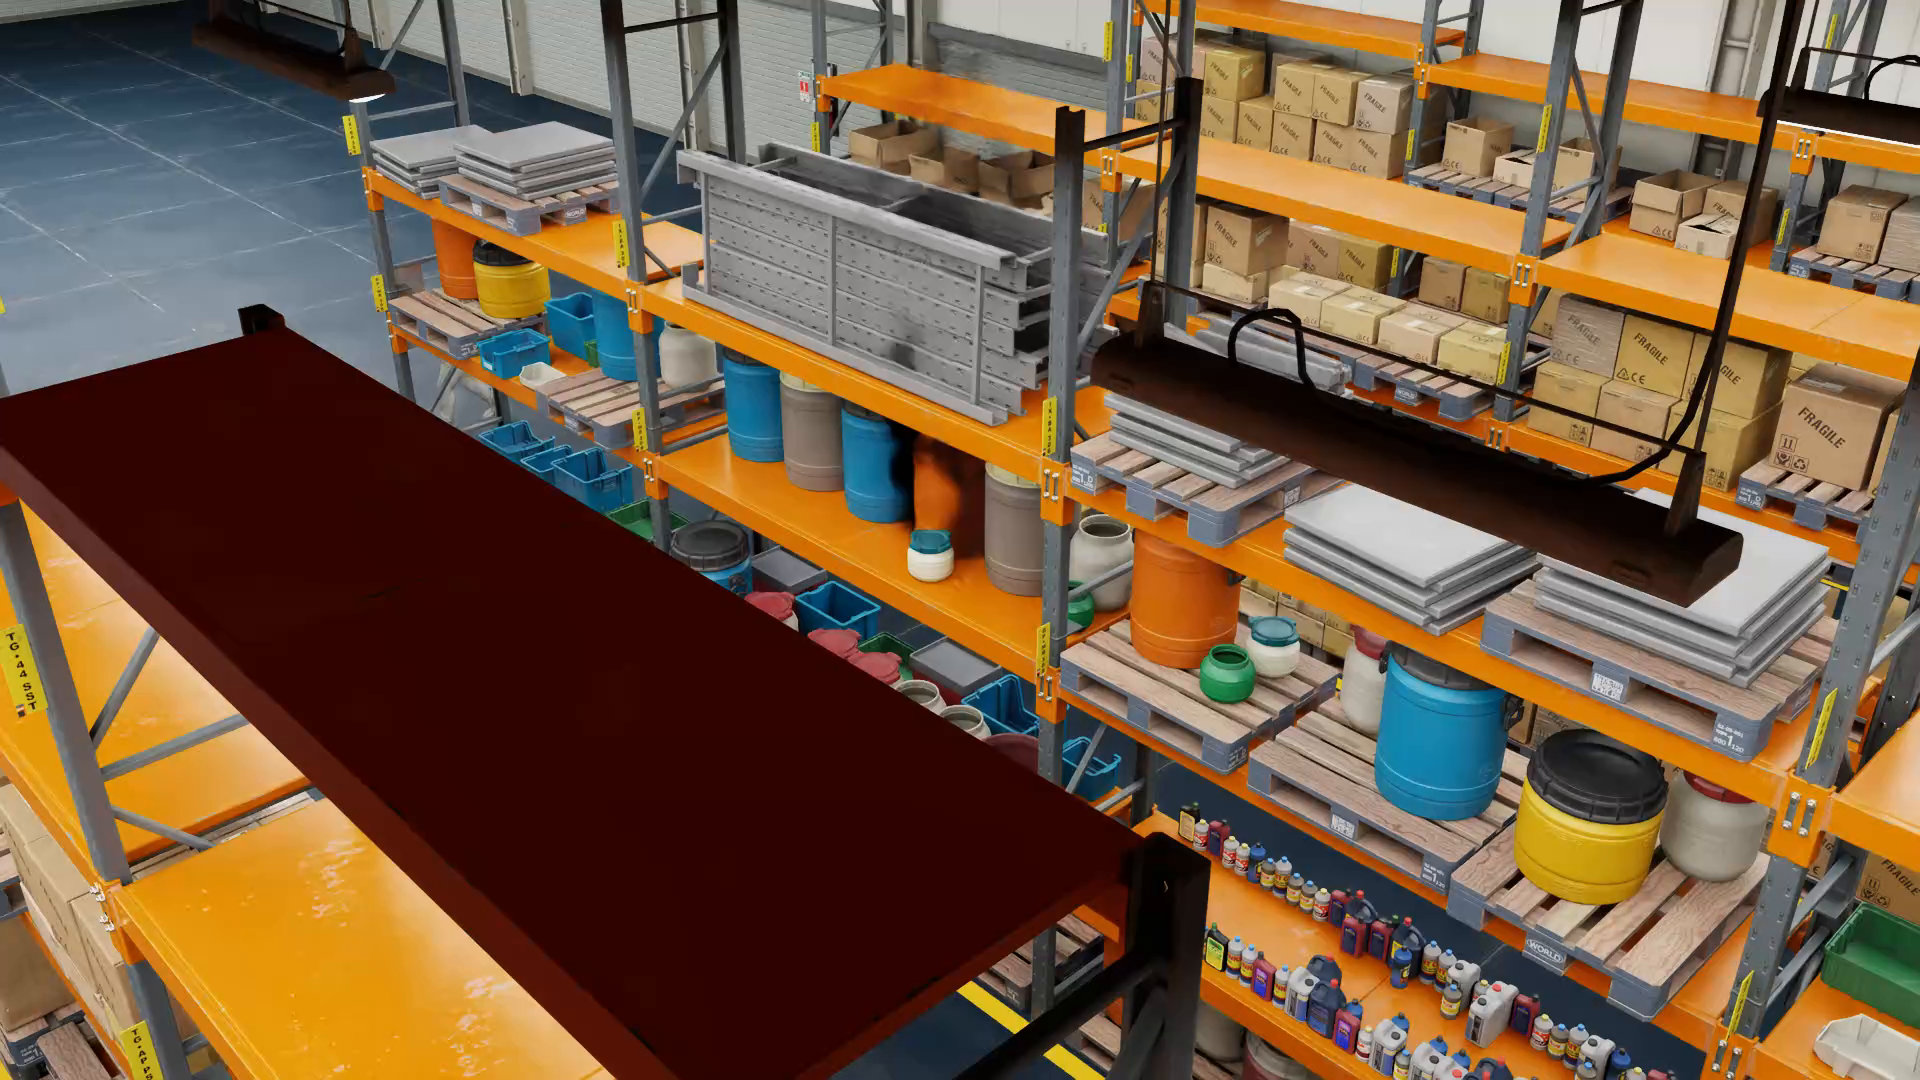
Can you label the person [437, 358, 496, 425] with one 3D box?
[{"bbox_3d":[-5.718,-2.056,18.902,0.904,1.683,0.595,-8,29,-14],"label":"person"}]
